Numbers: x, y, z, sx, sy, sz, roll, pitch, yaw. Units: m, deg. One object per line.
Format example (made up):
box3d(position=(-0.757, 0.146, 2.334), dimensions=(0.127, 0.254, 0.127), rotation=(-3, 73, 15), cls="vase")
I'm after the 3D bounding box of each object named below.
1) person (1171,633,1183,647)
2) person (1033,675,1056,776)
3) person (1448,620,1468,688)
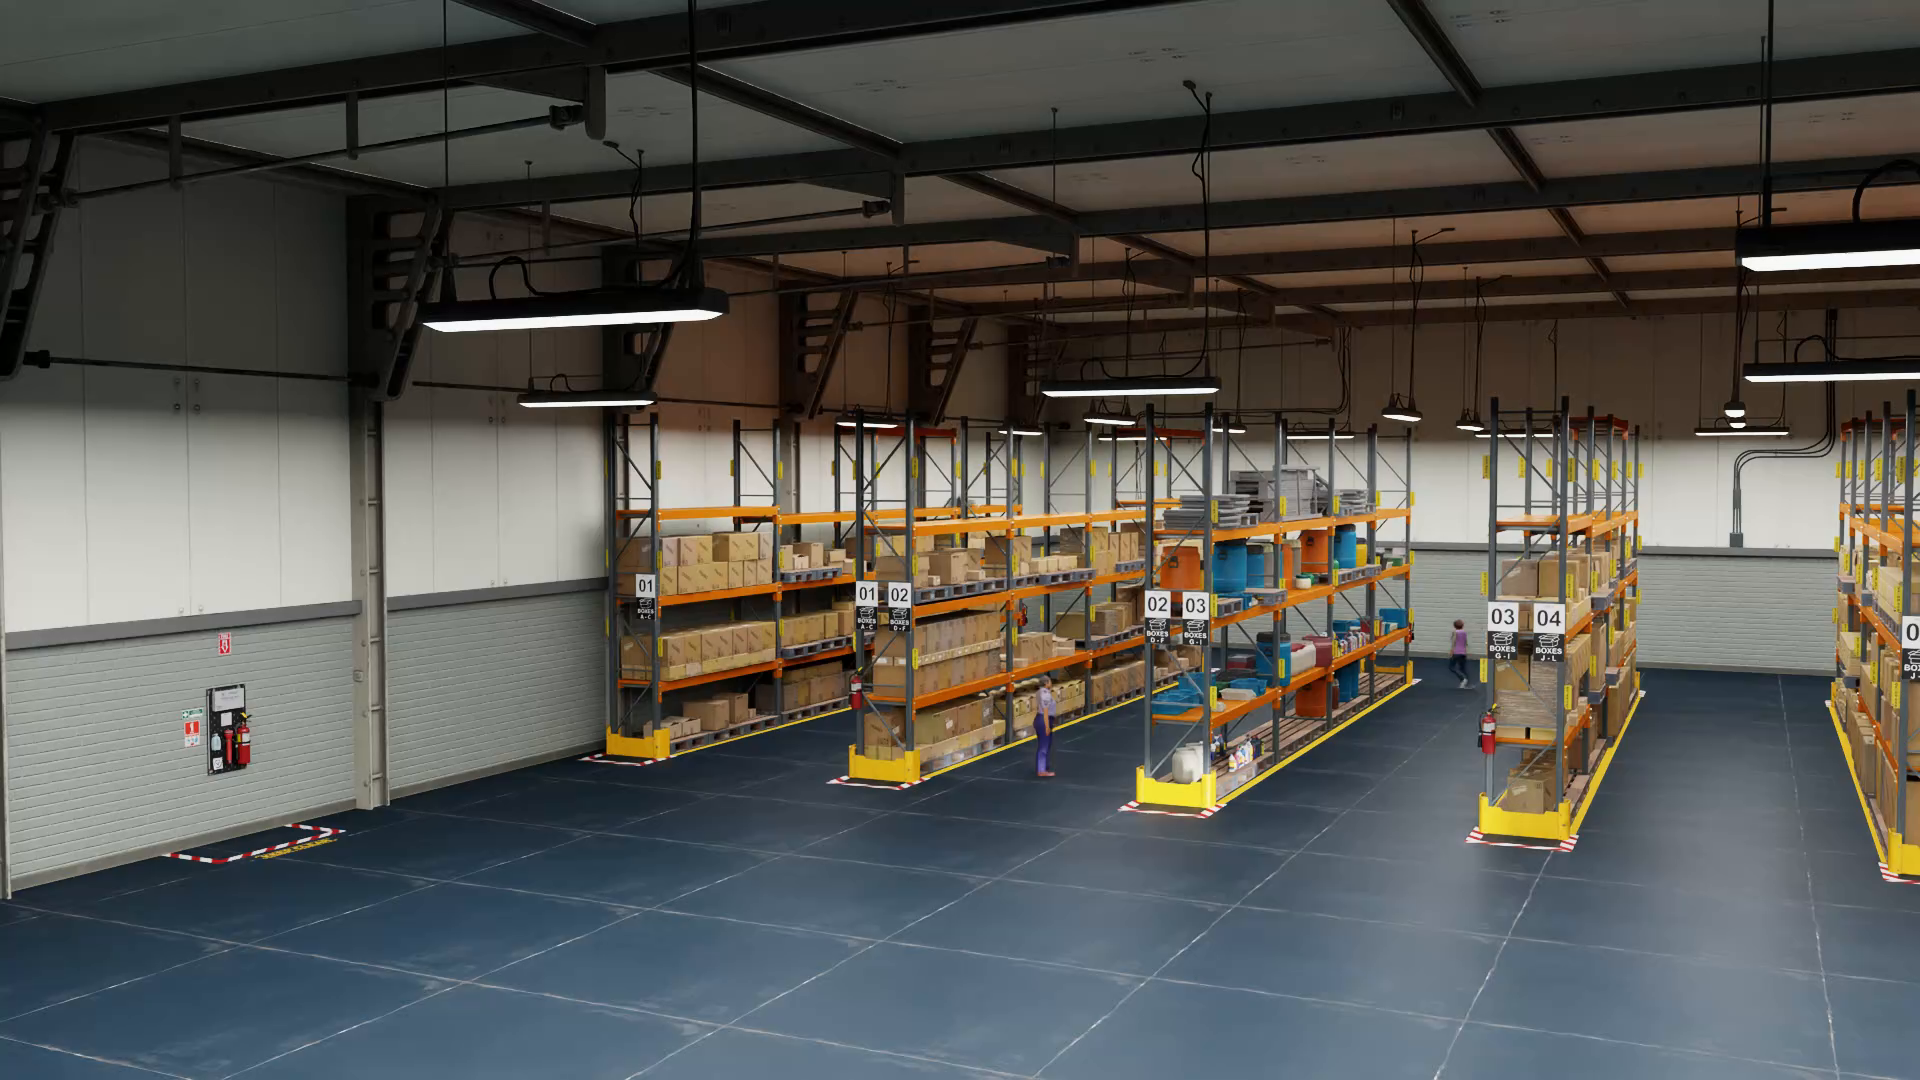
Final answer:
box3d(position=(5.744, 2.275, 44.098), dimensions=(0.598, 1.736, 0.888), rotation=(0, 2, 7), cls="person")
box3d(position=(1.413, 3.060, 27.243), dimensions=(0.412, 1.696, 0.538), rotation=(0, 2, -6), cls="person")
box3d(position=(11.421, 2.611, 37.848), dimensions=(0.553, 1.596, 0.455), rotation=(-2, 3, -37), cls="person")
